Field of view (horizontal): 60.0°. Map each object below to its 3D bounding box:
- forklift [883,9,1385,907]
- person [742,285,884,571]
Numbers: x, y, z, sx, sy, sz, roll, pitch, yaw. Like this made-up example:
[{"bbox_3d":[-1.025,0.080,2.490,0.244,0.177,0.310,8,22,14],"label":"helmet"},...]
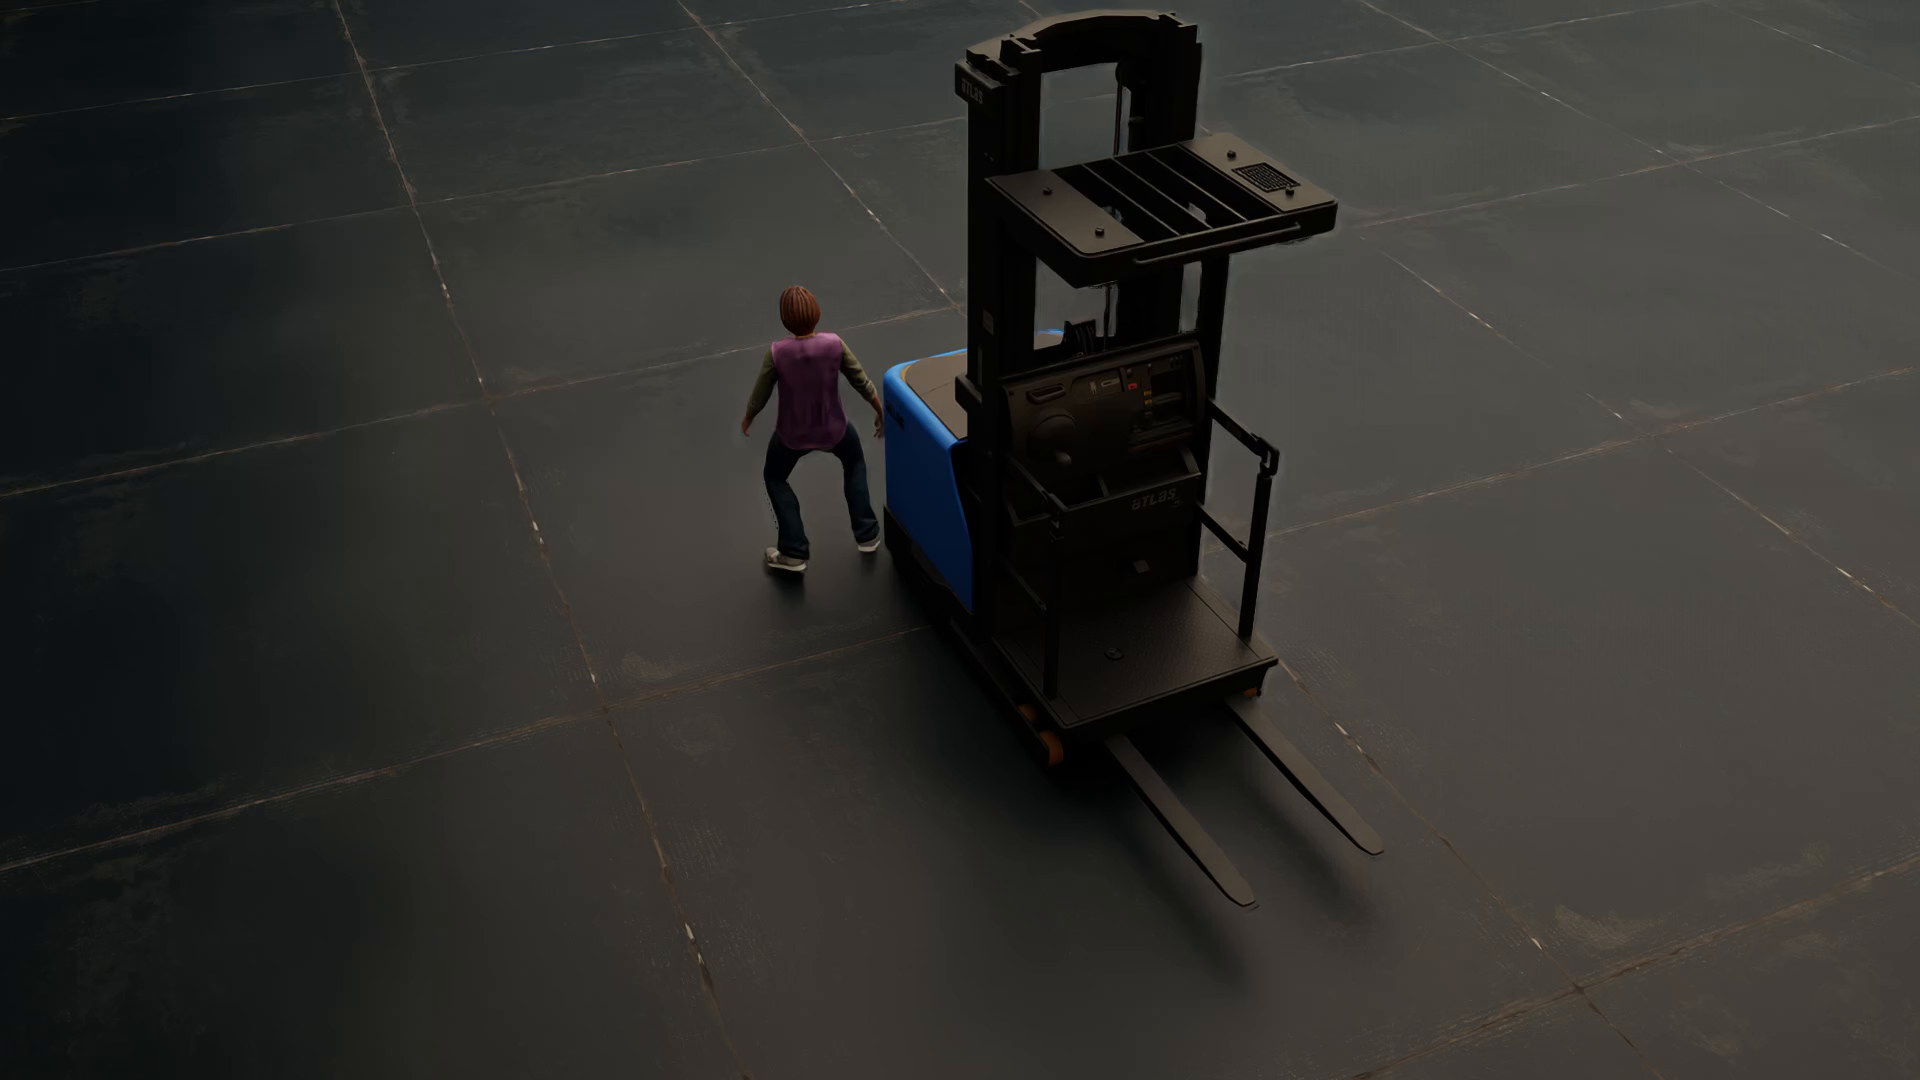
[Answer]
[{"bbox_3d":[0.711,-0.499,6.801,1.130,2.935,3.031,-16,38,-21],"label":"forklift"},{"bbox_3d":[-0.709,-0.541,8.130,0.710,1.524,0.459,-4,36,-6],"label":"person"}]
